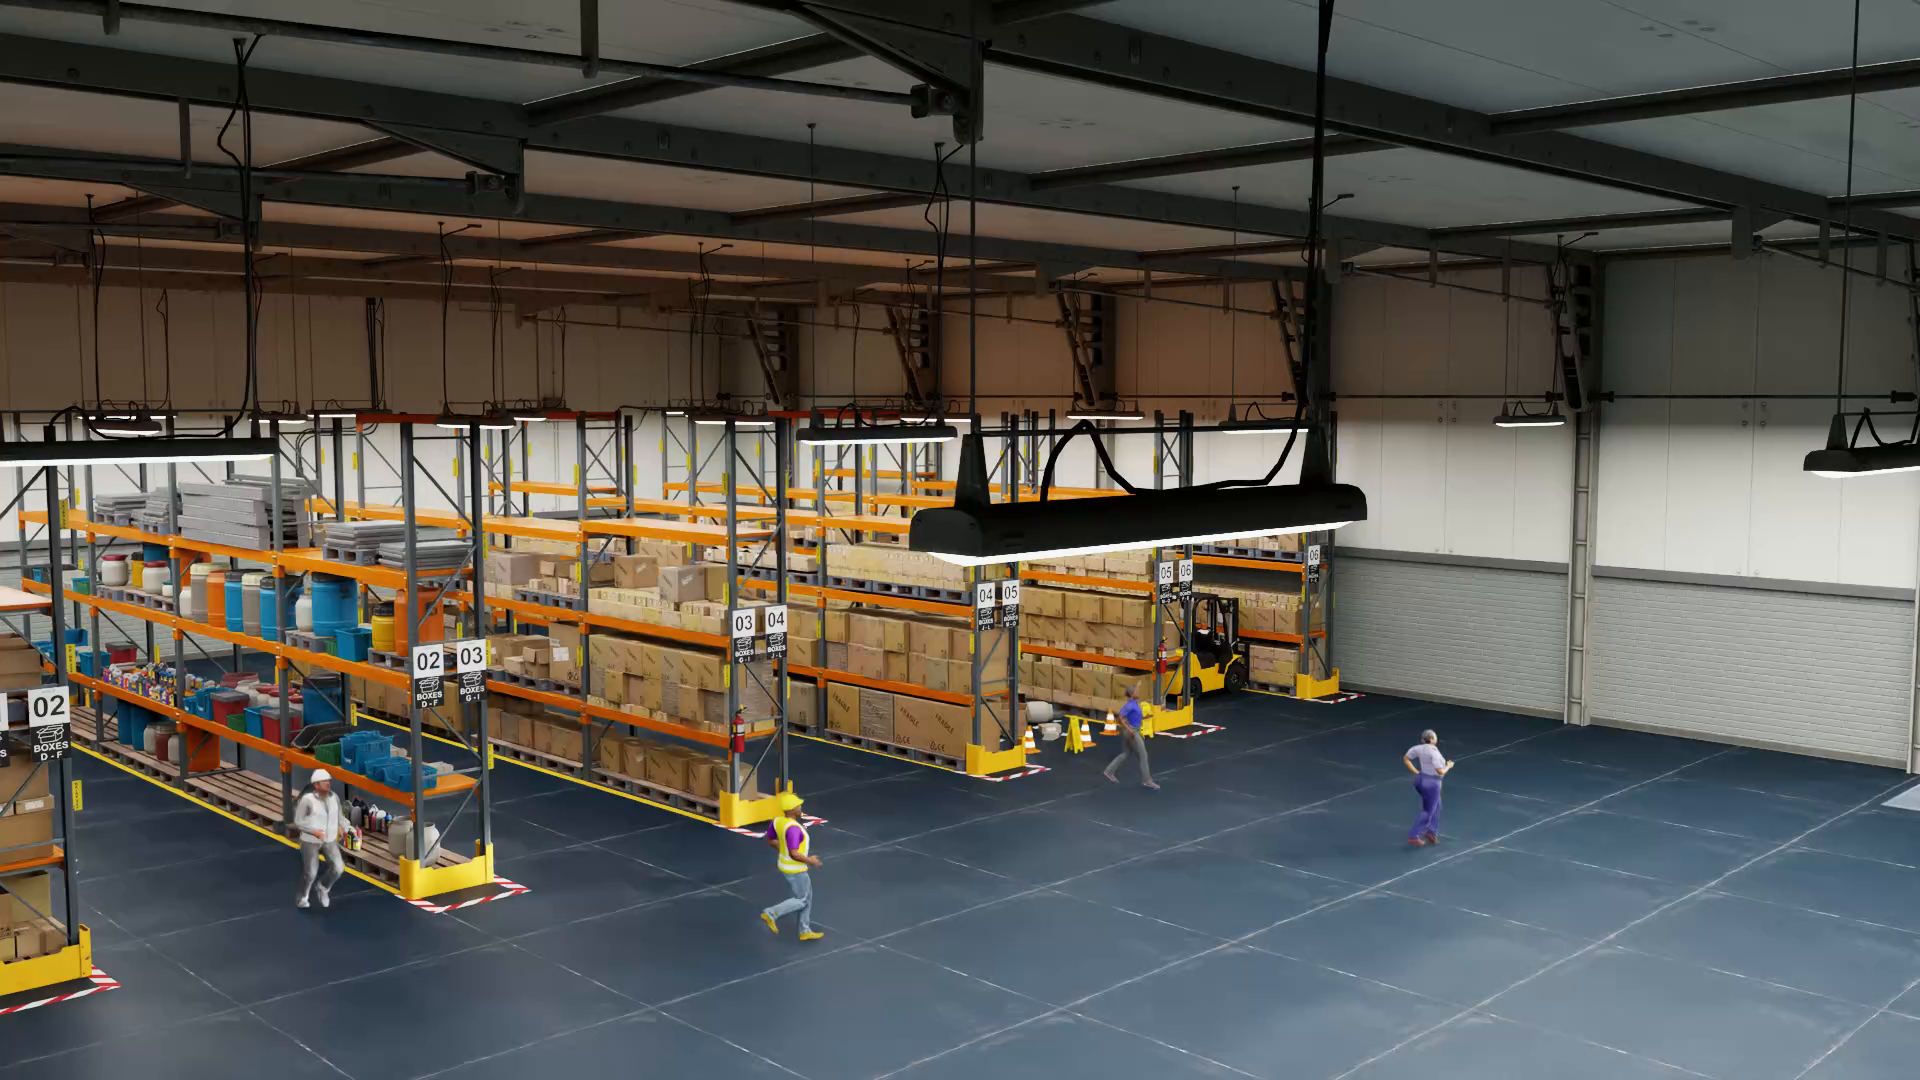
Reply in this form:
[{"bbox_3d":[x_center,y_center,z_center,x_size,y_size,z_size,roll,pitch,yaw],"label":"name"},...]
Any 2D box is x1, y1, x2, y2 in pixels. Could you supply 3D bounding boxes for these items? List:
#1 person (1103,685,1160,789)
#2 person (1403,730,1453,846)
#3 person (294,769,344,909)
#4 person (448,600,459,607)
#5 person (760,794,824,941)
[{"bbox_3d":[2.776,3.158,26.773,0.908,1.656,0.569,0,5,2],"label":"person"},{"bbox_3d":[6.563,3.494,23.297,0.708,1.704,0.585,-1,5,-15],"label":"person"},{"bbox_3d":[-7.850,3.684,20.491,0.620,1.737,0.714,4,6,40],"label":"person"},{"bbox_3d":[-11.627,2.198,38.011,0.590,1.682,0.879,-1,5,-16],"label":"person"},{"bbox_3d":[-1.962,3.797,19.233,0.787,1.735,0.698,-2,5,-24],"label":"person"}]
